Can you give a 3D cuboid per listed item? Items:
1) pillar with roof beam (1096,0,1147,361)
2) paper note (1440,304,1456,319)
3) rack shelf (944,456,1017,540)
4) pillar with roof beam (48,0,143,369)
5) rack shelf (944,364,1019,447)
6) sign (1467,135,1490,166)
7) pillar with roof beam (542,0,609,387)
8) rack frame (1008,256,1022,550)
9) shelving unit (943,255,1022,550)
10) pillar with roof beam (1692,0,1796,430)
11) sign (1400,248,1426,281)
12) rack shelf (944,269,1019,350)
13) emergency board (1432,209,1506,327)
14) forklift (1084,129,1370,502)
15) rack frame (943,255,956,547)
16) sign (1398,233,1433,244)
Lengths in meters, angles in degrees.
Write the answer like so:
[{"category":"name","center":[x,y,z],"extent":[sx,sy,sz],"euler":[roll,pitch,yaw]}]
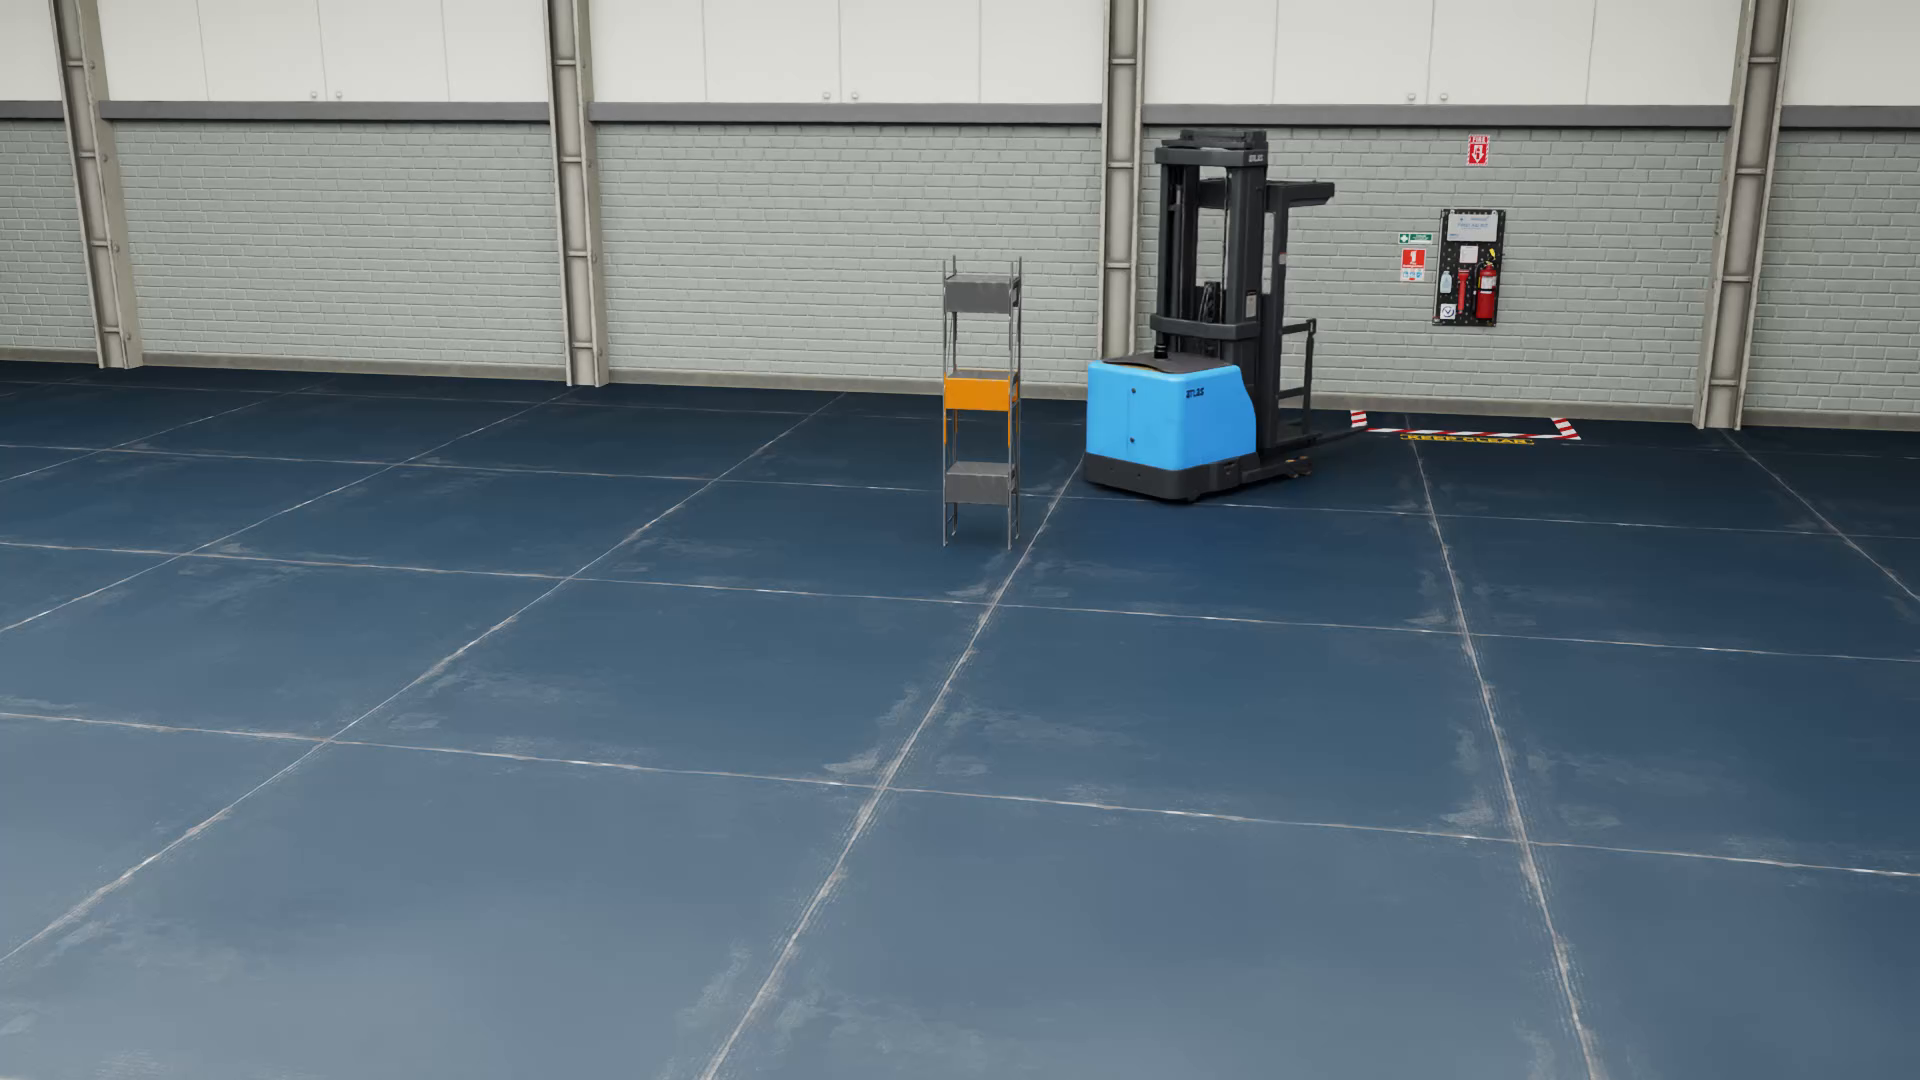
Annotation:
[{"category":"pillar with roof beam","center":[0.801,-4.664,12.474],"extent":[0.400,9.000,9.100],"euler":[3,16,11]},{"category":"paper note","center":[4.965,-2.325,16.915],"extent":[0.142,0.148,0.016],"euler":[3,16,11]},{"category":"rack shelf","center":[0.162,-0.315,12.370],"extent":[0.480,0.518,0.431],"euler":[3,16,11]},{"category":"pillar with roof beam","center":[-10.958,-5.303,14.778],"extent":[0.400,9.000,9.100],"euler":[3,16,11]},{"category":"rack shelf","center":[0.162,-0.990,12.184],"extent":[0.480,0.518,0.431],"euler":[3,16,11]},{"category":"sign","center":[5.137,-3.865,16.485],"extent":[0.199,0.298,0.001],"euler":[3,16,11]},{"category":"pillar with roof beam","center":[-5.078,-4.984,13.626],"extent":[0.400,9.000,9.100],"euler":[3,16,11]},{"category":"rack frame","center":[0.401,-0.990,12.133],"extent":[0.015,2.100,0.400],"euler":[3,16,11]},{"category":"shelving unit","center":[0.162,-1.003,12.180],"extent":[0.503,2.100,0.431],"euler":[3,16,11]},{"category":"pillar with roof beam","center":[6.681,-4.345,11.322],"extent":[0.400,9.000,9.100],"euler":[3,16,11]},{"category":"sign","center":[4.604,-2.795,16.897],"extent":[0.234,0.329,0.001],"euler":[3,16,11]},{"category":"rack shelf","center":[0.162,-1.665,11.997],"extent":[0.480,0.518,0.431],"euler":[3,16,11]},{"category":"emergency board","center":[5.125,-2.722,16.699],"extent":[0.643,1.169,0.194],"euler":[3,16,11]},{"category":"forklift","center":[2.471,-2.035,14.347],"extent":[3.031,2.935,1.130],"euler":[-14,21,-41]},{"category":"rack frame","center":[-0.077,-1.016,12.227],"extent":[0.015,2.100,0.400],"euler":[3,16,11]},{"category":"sign","center":[4.606,-3.048,16.817],"extent":[0.331,0.109,0.001],"euler":[3,16,11]}]
